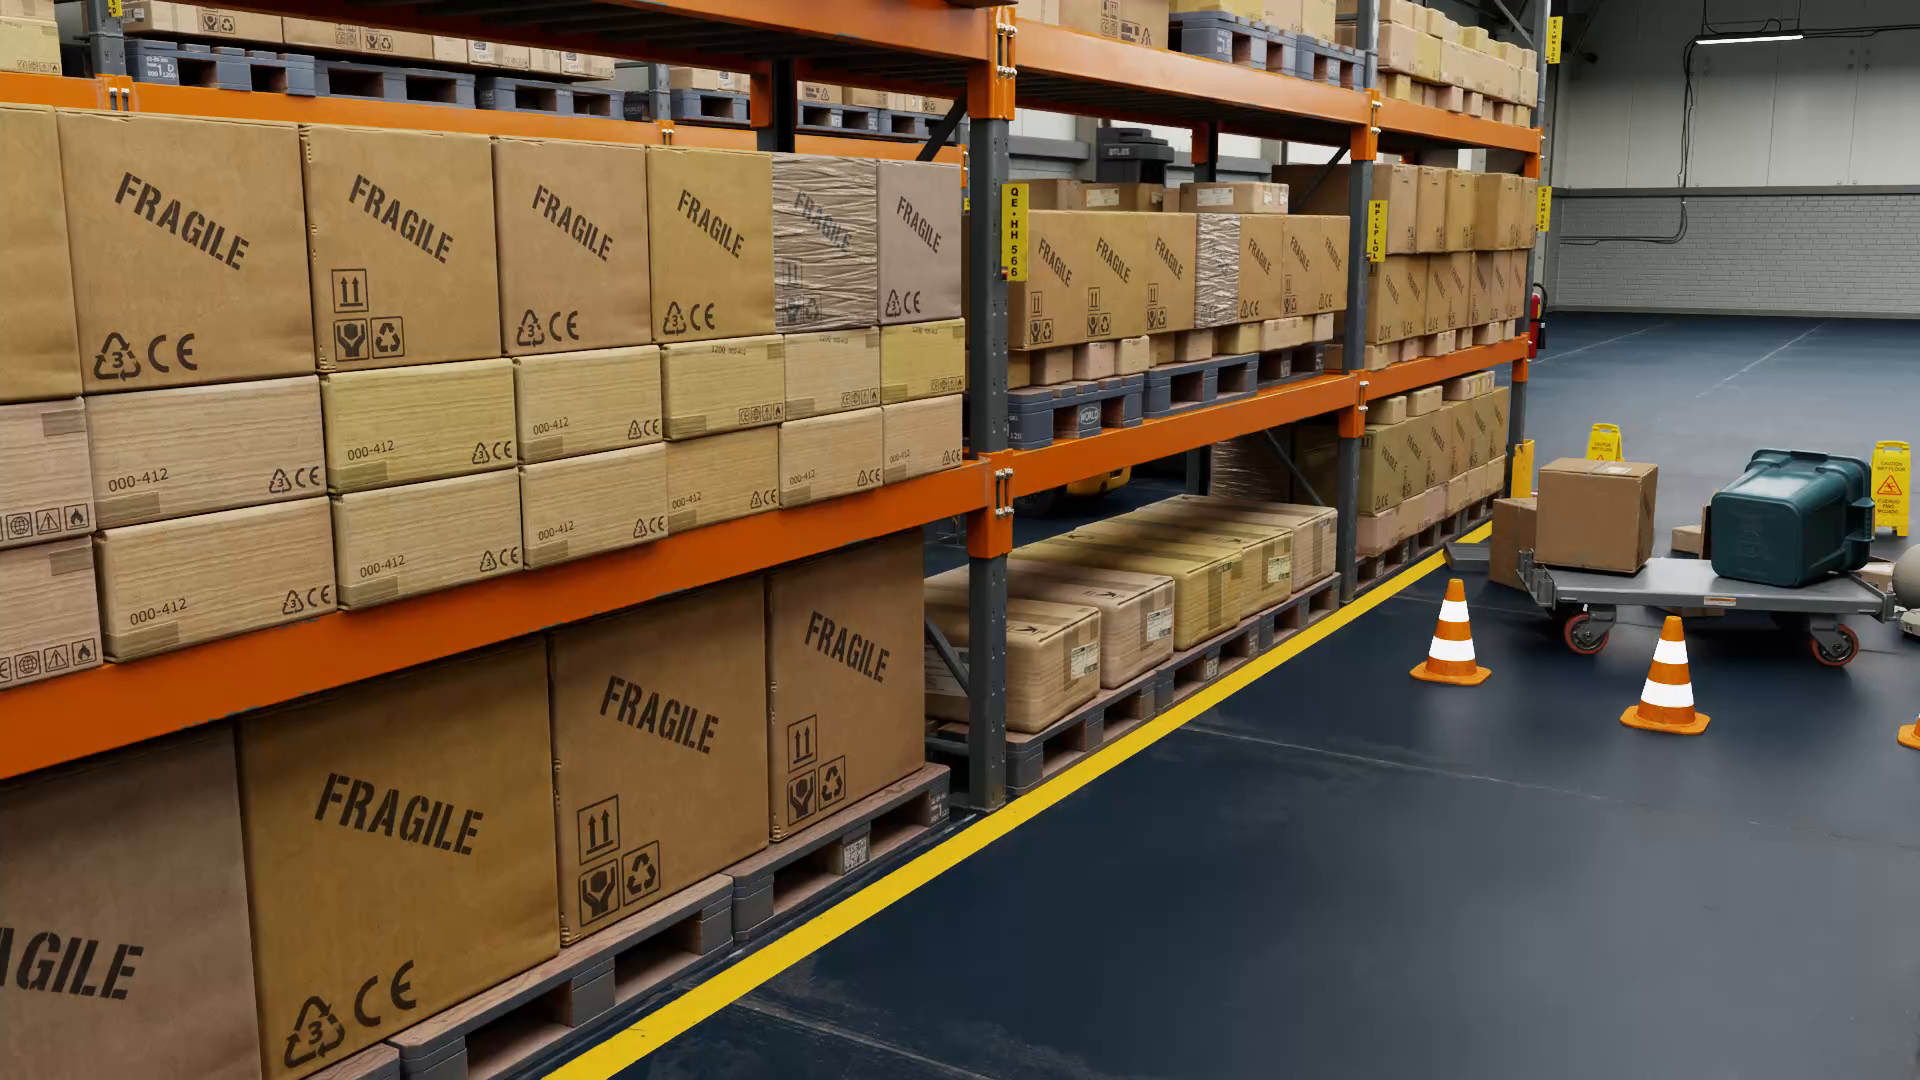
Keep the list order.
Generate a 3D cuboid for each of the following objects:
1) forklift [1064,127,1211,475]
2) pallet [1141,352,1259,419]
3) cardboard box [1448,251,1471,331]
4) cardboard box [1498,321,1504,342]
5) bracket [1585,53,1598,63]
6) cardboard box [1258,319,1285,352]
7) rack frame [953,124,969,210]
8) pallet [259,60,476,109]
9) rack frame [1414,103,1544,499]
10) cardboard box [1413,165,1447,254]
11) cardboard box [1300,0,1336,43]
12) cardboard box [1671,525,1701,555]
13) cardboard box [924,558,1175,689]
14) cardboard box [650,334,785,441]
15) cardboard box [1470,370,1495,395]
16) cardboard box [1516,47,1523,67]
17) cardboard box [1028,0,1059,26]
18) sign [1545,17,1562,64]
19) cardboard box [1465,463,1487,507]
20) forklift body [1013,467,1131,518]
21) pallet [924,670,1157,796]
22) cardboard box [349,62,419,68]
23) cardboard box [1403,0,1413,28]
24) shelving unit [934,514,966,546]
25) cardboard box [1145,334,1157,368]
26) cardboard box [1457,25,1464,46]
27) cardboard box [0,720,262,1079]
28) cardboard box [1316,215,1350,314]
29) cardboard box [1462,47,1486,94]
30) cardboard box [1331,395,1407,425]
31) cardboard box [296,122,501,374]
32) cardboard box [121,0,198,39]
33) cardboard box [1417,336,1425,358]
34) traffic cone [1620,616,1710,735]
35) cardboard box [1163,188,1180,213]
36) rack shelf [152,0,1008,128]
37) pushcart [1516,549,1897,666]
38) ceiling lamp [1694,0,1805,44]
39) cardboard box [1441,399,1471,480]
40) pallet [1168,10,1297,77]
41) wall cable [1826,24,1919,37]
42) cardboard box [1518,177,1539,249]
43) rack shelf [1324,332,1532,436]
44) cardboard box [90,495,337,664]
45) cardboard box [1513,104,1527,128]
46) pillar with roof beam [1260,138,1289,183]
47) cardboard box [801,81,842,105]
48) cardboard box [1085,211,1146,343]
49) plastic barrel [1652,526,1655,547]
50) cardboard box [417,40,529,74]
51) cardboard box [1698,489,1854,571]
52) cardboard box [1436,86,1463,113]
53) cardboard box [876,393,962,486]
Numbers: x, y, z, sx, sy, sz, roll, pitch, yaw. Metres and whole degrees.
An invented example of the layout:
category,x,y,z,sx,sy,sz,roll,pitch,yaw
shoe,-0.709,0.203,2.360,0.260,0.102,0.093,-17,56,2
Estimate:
category,x,y,z,sx,sy,sz,roll,pitch,yaw
forklift,1.010,-2.136,14.813,3.031,2.935,1.130,5,12,24
pallet,0.704,-0.752,7.758,1.003,0.211,1.213,6,12,31
cardboard box,3.012,-1.639,10.891,0.500,0.500,0.500,7,12,31
cardboard box,3.665,-1.498,11.903,0.380,0.149,0.250,6,12,30
bracket,15.813,-12.080,41.659,0.235,0.232,0.430,6,12,31
cardboard box,1.372,-1.012,8.164,0.380,0.149,0.250,7,12,31
rack frame,-0.380,-2.263,15.307,1.000,3.000,0.127,6,12,31
pallet,-3.679,-2.678,9.884,1.003,0.211,1.213,7,13,33
rack frame,3.864,-1.790,12.777,1.000,3.000,0.127,6,12,31
cardboard box,2.485,-1.974,9.965,0.700,0.500,0.500,6,12,31
cardboard box,1.608,-2.662,8.551,0.500,0.250,0.500,6,12,30
cardboard box,4.911,0.011,10.908,0.250,0.149,0.380,-6,12,-28
cardboard box,0.389,0.349,7.353,0.950,0.372,0.625,6,12,30
cardboard box,-0.835,-0.440,4.614,0.500,0.250,0.500,6,12,29
cardboard box,3.538,-1.117,11.714,0.380,0.149,0.250,7,13,32
cardboard box,3.774,-3.414,11.818,0.380,0.149,0.250,7,12,32
cardboard box,0.152,-2.013,6.185,0.396,0.266,0.258,6,12,31
sign,4.328,-3.643,12.119,0.100,0.325,0.005,6,12,31
cardboard box,3.399,-0.411,11.743,0.500,0.250,0.500,6,12,31
forklift body,0.195,-1.374,12.861,2.313,2.155,1.214,6,12,31
pallet,0.118,0.716,6.968,1.003,0.211,1.213,6,12,31
cardboard box,-3.493,-2.962,10.111,0.380,0.166,0.250,6,12,31
cardboard box,2.340,-2.965,9.421,0.380,0.149,0.250,7,13,32
shelving unit,-0.028,-0.508,11.227,0.215,1.050,0.252,6,12,31
cardboard box,0.615,-0.814,7.108,0.380,0.149,0.250,7,13,34
cardboard box,2.967,-3.174,10.536,0.380,0.149,0.250,7,13,32
cardboard box,-2.112,0.830,3.414,0.875,0.875,0.875,7,13,32
cardboard box,1.744,-1.468,8.836,0.500,0.500,0.500,6,12,30
cardboard box,3.041,-2.990,10.634,0.500,0.250,0.500,7,12,31
cardboard box,2.441,-0.784,9.934,0.380,0.149,0.250,7,12,32
cardboard box,-1.389,-0.646,3.679,0.500,0.500,0.500,6,12,29
cardboard box,-4.093,-2.646,8.422,0.380,0.166,0.250,6,12,31
cardboard box,2.694,-1.226,10.448,0.380,0.149,0.250,6,12,30
traffic cone,3.045,0.556,7.140,0.336,0.463,0.334,6,12,31
cardboard box,1.241,-1.841,9.067,0.380,0.149,0.250,6,12,30
rack shelf,-1.327,-1.338,4.166,1.077,0.370,4.000,6,12,31
pushcart,3.762,0.338,8.536,1.648,0.377,0.936,2,11,11
ceiling lamp,16.117,-11.714,33.625,2.000,3.185,0.800,6,12,31
cardboard box,3.135,-0.701,11.255,0.500,0.500,0.500,6,12,29
pallet,0.840,-2.292,7.820,1.213,0.211,1.003,6,12,31
wall cable,21.680,-12.881,38.074,3.097,2.526,0.112,6,12,31
cardboard box,3.786,-2.375,12.107,0.700,0.500,0.500,6,12,29
rack shelf,2.826,-1.121,11.163,1.077,0.370,4.000,6,12,31
cardboard box,-1.644,0.046,3.380,0.500,0.250,0.500,6,12,29
cardboard box,3.817,-3.015,11.856,0.380,0.149,0.250,6,12,31
pillar with roof beam,8.398,-6.665,22.513,9.100,9.000,0.400,6,12,31
cardboard box,-1.355,-3.711,13.196,0.797,0.503,0.637,7,13,33
cardboard box,0.407,-1.065,6.682,0.500,0.500,0.500,7,13,34
plastic barrel,4.086,-0.054,10.506,0.421,0.421,0.512,-4,11,-18
cardboard box,-3.023,-3.062,10.253,0.500,0.311,0.500,6,12,29
cardboard box,4.638,0.037,9.436,0.797,0.637,0.503,6,12,31
cardboard box,2.903,-2.731,10.338,0.380,0.149,0.250,6,12,30
cardboard box,-0.330,-0.353,5.513,0.500,0.250,0.500,6,12,29
